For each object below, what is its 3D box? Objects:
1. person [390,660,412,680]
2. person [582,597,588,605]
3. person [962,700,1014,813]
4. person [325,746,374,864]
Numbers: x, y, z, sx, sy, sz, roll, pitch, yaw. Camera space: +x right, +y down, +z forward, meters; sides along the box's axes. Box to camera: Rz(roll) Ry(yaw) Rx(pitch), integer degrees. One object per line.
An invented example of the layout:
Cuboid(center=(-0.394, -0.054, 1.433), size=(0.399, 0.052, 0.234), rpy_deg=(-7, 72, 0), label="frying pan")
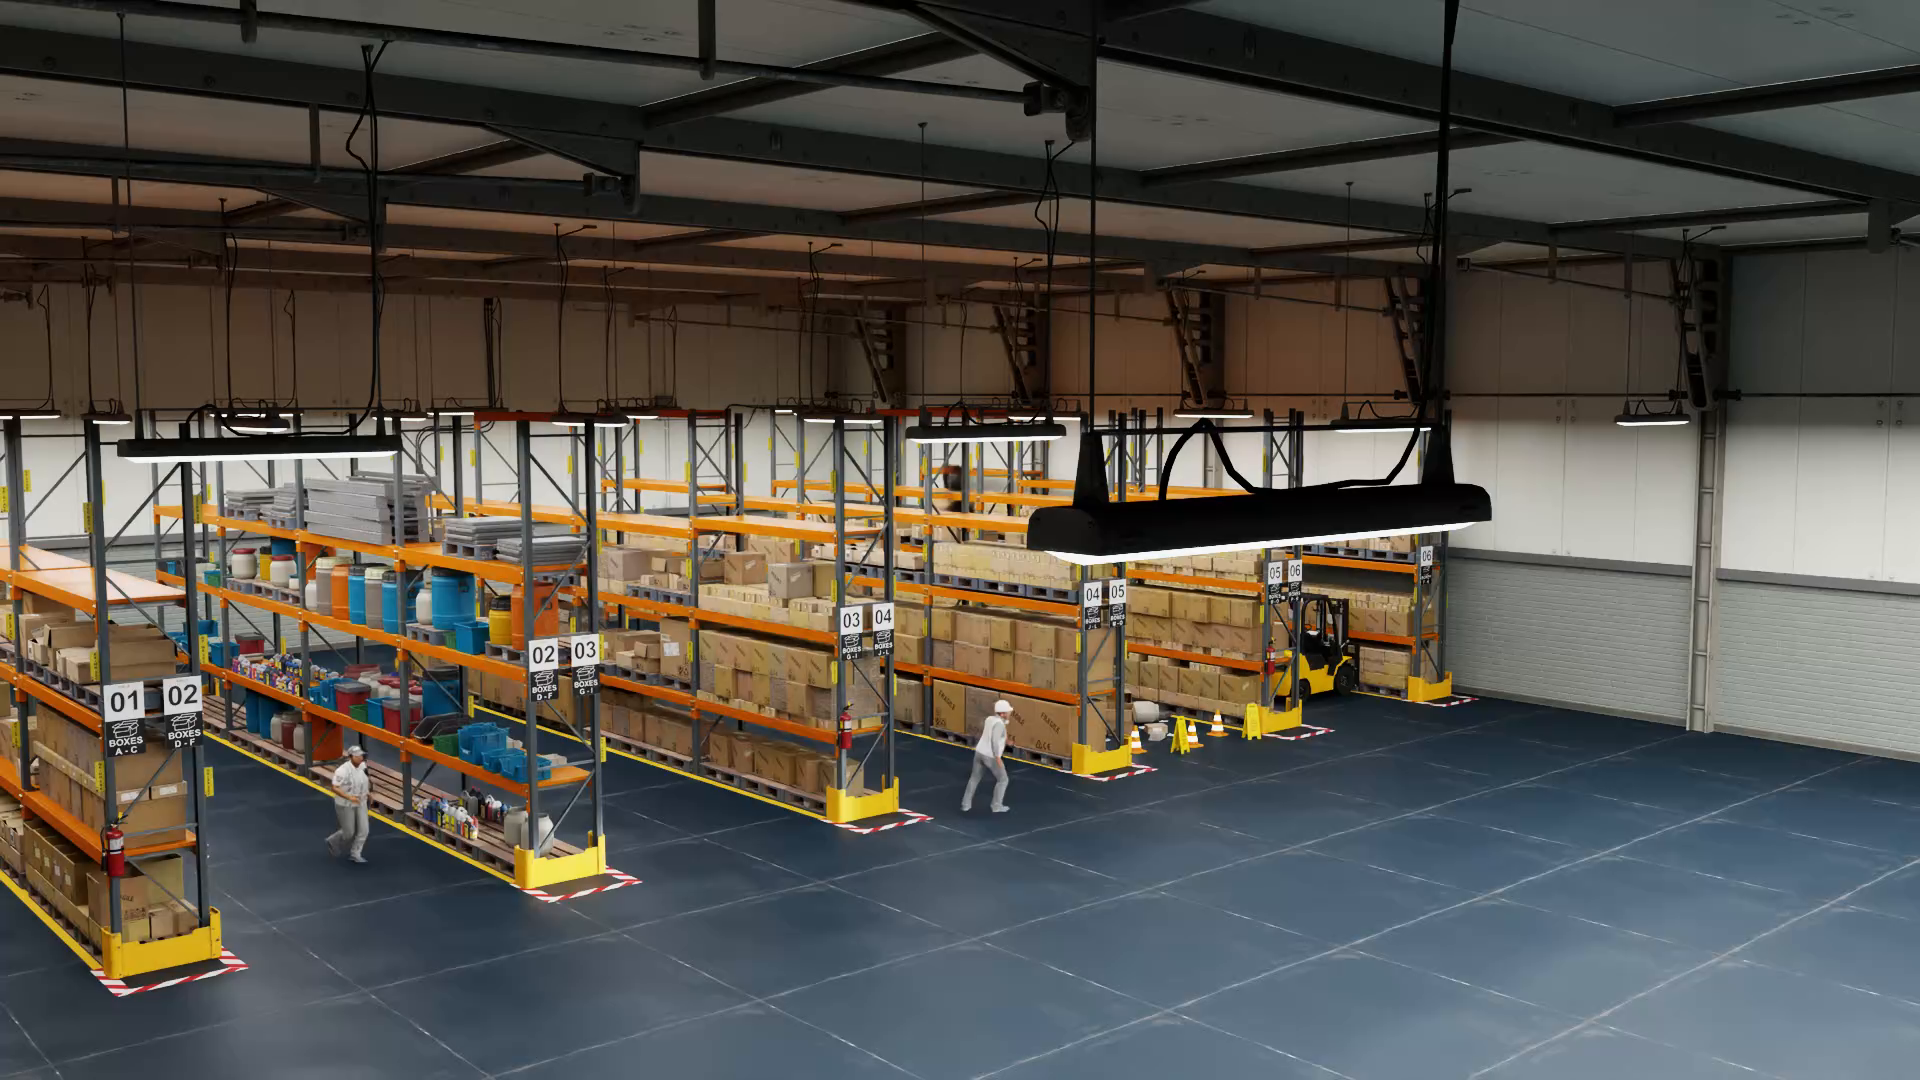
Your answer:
Cuboid(center=(-10.231, 2.929, 30.102), size=(0.959, 1.603, 0.597), rpy_deg=(3, 6, 33), label="person")
Cuboid(center=(-8.606, 2.115, 38.025), size=(0.701, 1.800, 0.652), rpy_deg=(-4, 7, -40), label="person")
Cuboid(center=(0.477, 3.272, 25.228), size=(0.871, 1.707, 0.664), rpy_deg=(-4, 6, -36), label="person")
Cuboid(center=(-8.268, 3.566, 22.504), size=(0.692, 1.616, 0.604), rpy_deg=(3, 6, 33), label="person")
